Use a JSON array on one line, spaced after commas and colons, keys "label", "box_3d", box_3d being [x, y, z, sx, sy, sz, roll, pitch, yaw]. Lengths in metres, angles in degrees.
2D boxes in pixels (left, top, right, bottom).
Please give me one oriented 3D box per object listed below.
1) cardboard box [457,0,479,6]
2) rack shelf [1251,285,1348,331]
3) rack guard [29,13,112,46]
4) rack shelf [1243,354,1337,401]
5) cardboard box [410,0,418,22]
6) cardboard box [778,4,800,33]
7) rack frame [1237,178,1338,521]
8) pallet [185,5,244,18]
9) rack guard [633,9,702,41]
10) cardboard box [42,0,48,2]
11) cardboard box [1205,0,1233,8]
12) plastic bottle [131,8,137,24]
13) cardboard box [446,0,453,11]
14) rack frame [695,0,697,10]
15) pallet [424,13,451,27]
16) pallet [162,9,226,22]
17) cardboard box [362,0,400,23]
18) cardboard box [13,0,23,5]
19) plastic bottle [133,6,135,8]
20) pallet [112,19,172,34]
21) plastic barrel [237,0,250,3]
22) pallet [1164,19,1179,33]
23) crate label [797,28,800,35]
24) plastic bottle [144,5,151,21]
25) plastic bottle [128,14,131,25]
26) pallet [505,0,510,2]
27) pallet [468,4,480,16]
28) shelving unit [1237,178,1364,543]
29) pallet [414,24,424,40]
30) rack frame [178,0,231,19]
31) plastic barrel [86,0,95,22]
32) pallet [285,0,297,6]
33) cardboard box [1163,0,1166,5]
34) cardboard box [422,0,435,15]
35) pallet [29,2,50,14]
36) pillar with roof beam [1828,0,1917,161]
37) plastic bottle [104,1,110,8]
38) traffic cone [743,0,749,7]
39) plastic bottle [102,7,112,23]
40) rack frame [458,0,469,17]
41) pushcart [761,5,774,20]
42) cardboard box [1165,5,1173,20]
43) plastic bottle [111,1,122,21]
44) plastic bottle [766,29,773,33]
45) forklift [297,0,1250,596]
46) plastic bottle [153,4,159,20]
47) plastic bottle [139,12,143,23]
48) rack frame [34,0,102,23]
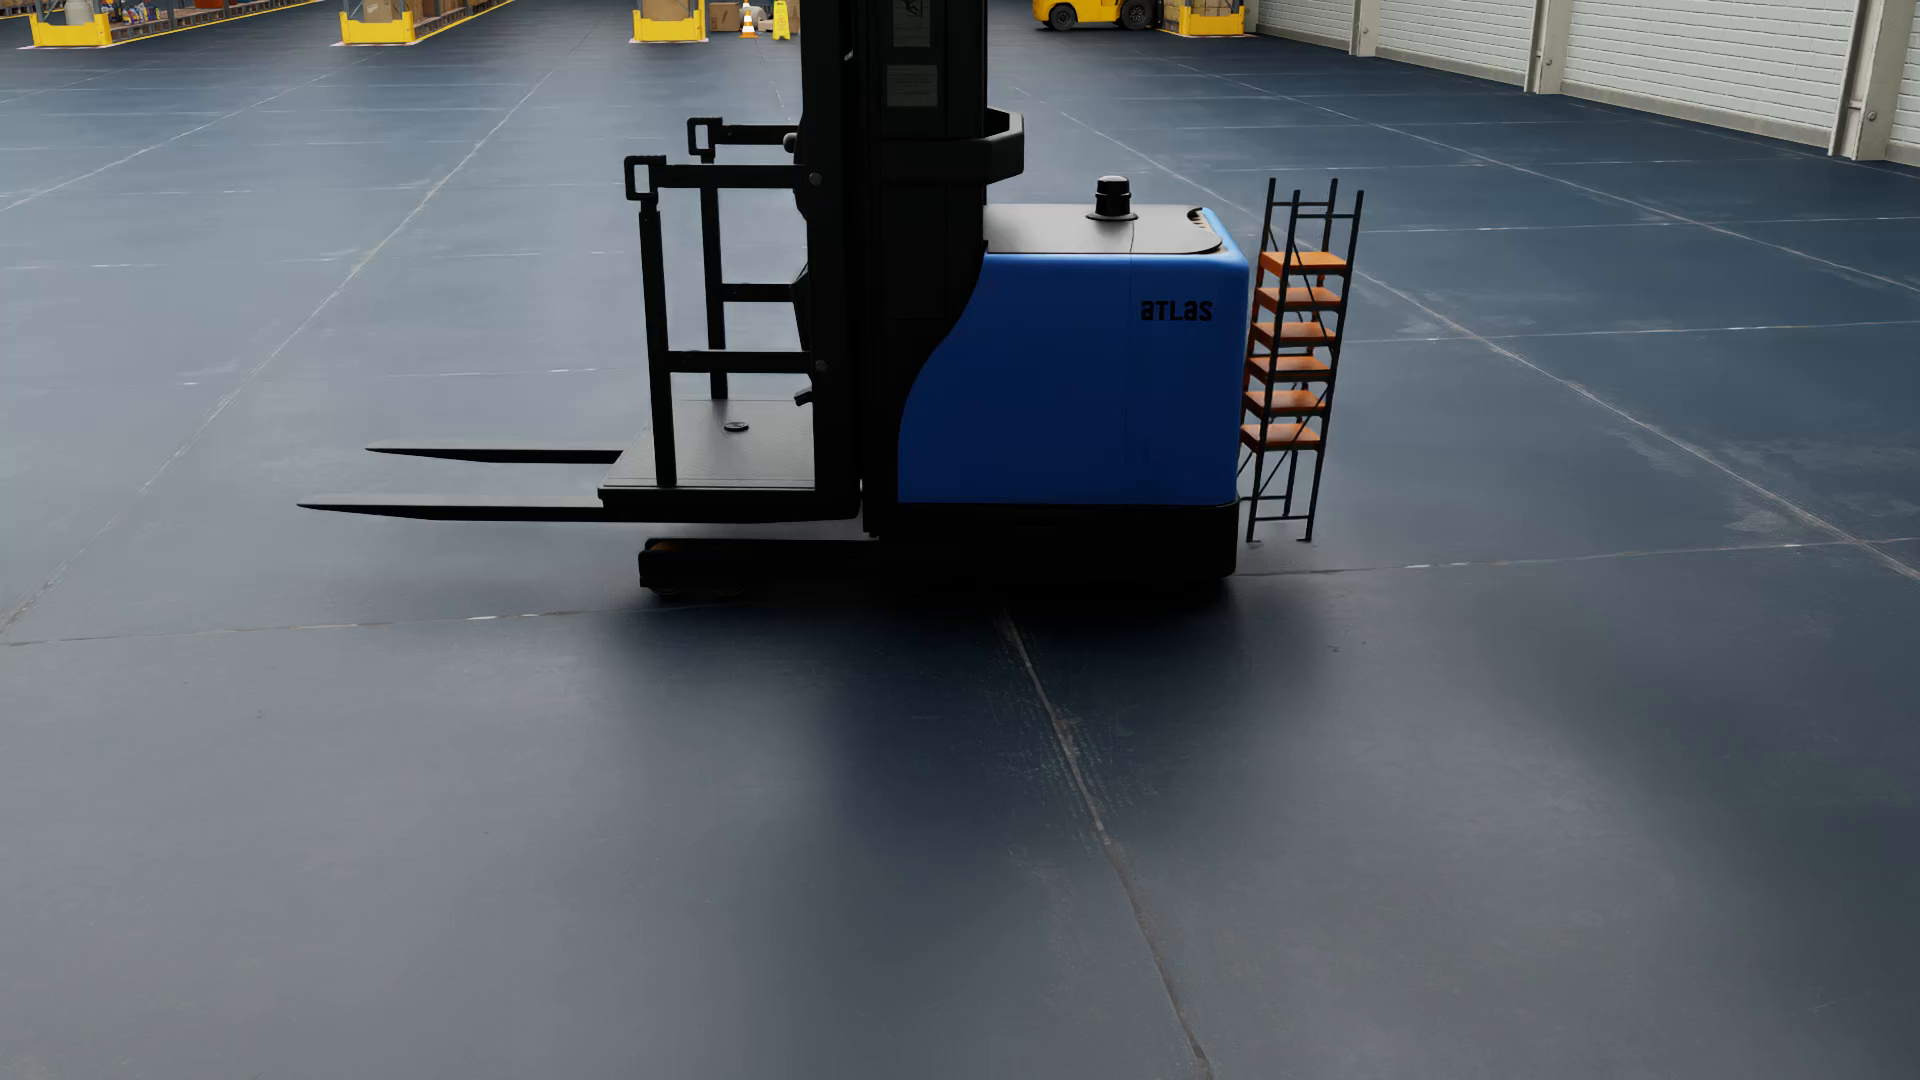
[{"label": "cardboard box", "box_3d": [-11.302, -12.239, 36.636, 1.225, 0.875, 0.875, -4, 21, -10]}, {"label": "rack shelf", "box_3d": [1.113, -0.764, 5.460, 0.258, 0.103, 0.180, -3, 24, -14]}, {"label": "rack guard", "box_3d": [-15.029, -8.631, 28.111, 1.175, 0.500, 0.348, -3, 21, -8]}, {"label": "rack shelf", "box_3d": [1.099, -0.544, 5.554, 0.258, 0.103, 0.180, -3, 24, -14]}, {"label": "cardboard box", "box_3d": [-10.371, -9.889, 30.880, 0.500, 0.500, 0.500, -5, 21, -13]}, {"label": "cardboard box", "box_3d": [-3.022, -9.839, 31.340, 0.637, 0.503, 0.797, 17, 27, 39]}, {"label": "rack frame", "box_3d": [1.079, -0.620, 5.618, 0.240, 1.200, 0.006, -3, 24, -14]}, {"label": "pallet", "box_3d": [-16.279, -11.513, 36.239, 1.003, 0.211, 1.213, -3, 21, -8]}, {"label": "rack guard", "box_3d": [-5.144, -9.064, 29.270, 1.175, 0.500, 0.348, -3, 21, -8]}, {"label": "cardboard box", "box_3d": [-21.248, -12.563, 38.010, 0.500, 0.500, 0.500, -3, 21, -8]}, {"label": "cardboard box", "box_3d": [4.786, -10.096, 31.075, 0.500, 0.250, 0.500, -3, 21, -7]}, {"label": "plastic bottle", "box_3d": [-14.988, -9.503, 30.144, 0.097, 0.271, 0.097, 0, 20, 0]}, {"label": "cardboard box", "box_3d": [-10.926, -11.215, 34.400, 0.700, 0.500, 0.500, -1, 21, -3]}, {"label": "rack frame", "box_3d": [-5.724, -11.628, 32.563, 1.000, 3.000, 0.127, -3, 21, -8]}, {"label": "pallet", "box_3d": [-10.760, -10.376, 33.196, 1.003, 0.211, 1.213, -3, 21, -8]}, {"label": "pallet", "box_3d": [-16.051, -10.972, 34.790, 1.003, 0.211, 1.213, -3, 21, -8]}, {"label": "cardboard box", "box_3d": [-10.143, -9.271, 29.224, 0.500, 0.500, 0.500, 1, 20, 2]}, {"label": "cardboard box", "box_3d": [-21.038, -12.042, 36.615, 0.500, 0.500, 0.500, -4, 21, -10]}, {"label": "plastic bottle", "box_3d": [-15.193, -9.696, 30.643, 0.061, 0.283, 0.133, -3, 21, -8]}, {"label": "pallet", "box_3d": [-15.492, -9.622, 31.178, 1.003, 0.211, 1.213, -3, 21, -8]}, {"label": "plastic barrel", "box_3d": [-16.537, -12.713, 37.865, 0.600, 0.901, 0.708, -3, 21, -8]}, {"label": "pallet", "box_3d": [4.496, -9.736, 31.482, 1.003, 0.211, 1.213, -3, 21, -8]}, {"label": "crate label", "box_3d": [-2.826, -9.366, 30.598, 0.250, 0.136, 0.298, -15, 25, -35]}, {"label": "plastic bottle", "box_3d": [-15.077, -9.768, 30.835, 0.061, 0.283, 0.133, -2, 21, -4]}, {"label": "plastic bottle", "box_3d": [-14.939, -9.353, 29.841, 0.097, 0.201, 0.097, 0, 20, 0]}, {"label": "pallet", "box_3d": [-12.184, -13.989, 42.868, 1.003, 0.211, 1.213, -3, 21, -8]}, {"label": "pallet", "box_3d": [-11.262, -11.769, 36.924, 1.003, 0.211, 1.213, -3, 21, -8]}, {"label": "shelving unit", "box_3d": [1.102, -0.584, 5.537, 0.258, 1.200, 0.189, -3, 24, -14]}, {"label": "pallet", "box_3d": [-10.163, -9.031, 29.595, 1.003, 0.211, 1.213, -3, 21, -8]}, {"label": "rack frame", "box_3d": [-16.124, -12.548, 35.026, 1.000, 3.000, 0.127, -3, 21, -8]}, {"label": "plastic barrel", "box_3d": [-15.214, -9.207, 29.036, 0.421, 0.512, 0.421, 0, 20, 0]}, {"label": "pallet", "box_3d": [-17.024, -13.303, 41.032, 1.003, 0.211, 1.213, -3, 21, -8]}, {"label": "cardboard box", "box_3d": [4.112, -10.427, 31.962, 0.500, 0.250, 0.500, -3, 21, -9]}, {"label": "cardboard box", "box_3d": [-10.714, -10.662, 32.919, 0.700, 0.500, 0.500, -5, 21, -12]}, {"label": "pallet", "box_3d": [-21.448, -12.099, 37.808, 1.003, 0.211, 1.213, -3, 21, -8]}, {"label": "pillar with roof beam", "box_3d": [3.774, -7.427, 12.741, 9.100, 9.000, 0.400, -3, 21, -8]}, {"label": "plastic bottle", "box_3d": [-15.842, -9.828, 30.900, 0.144, 0.351, 0.185, -2, 21, -6]}, {"label": "traffic cone", "box_3d": [-4.423, -10.980, 34.454, 0.336, 0.463, 0.334, -3, 21, -8]}, {"label": "plastic bottle", "box_3d": [-15.610, -9.597, 30.387, 0.152, 0.276, 0.135, -3, 21, -8]}, {"label": "rack frame", "box_3d": [-11.223, -12.798, 35.695, 1.000, 3.000, 0.127, -3, 21, -8]}, {"label": "pushcart", "box_3d": [-3.089, -10.552, 33.430, 1.648, 0.377, 0.936, -11, 23, -26]}, {"label": "cardboard box", "box_3d": [4.205, -10.008, 31.553, 0.500, 0.250, 0.500, -3, 21, -8]}, {"label": "plastic bottle", "box_3d": [-15.699, -9.835, 30.920, 0.144, 0.351, 0.185, -3, 21, -8]}, {"label": "plastic bottle", "box_3d": [-3.569, -9.596, 31.321, 0.133, 0.061, 0.283, -11, 23, -26]}, {"label": "forklift", "box_3d": [-0.628, -1.380, 5.222, 3.031, 2.935, 1.130, 1, 20, 2]}, {"label": "plastic bottle", "box_3d": [-15.152, -9.947, 31.315, 0.061, 0.283, 0.133, -2, 21, -5]}, {"label": "plastic bottle", "box_3d": [-15.032, -9.576, 30.438, 0.097, 0.201, 0.097, 0, 20, 0]}, {"label": "rack frame", "box_3d": [-14.971, -9.778, 27.610, 1.000, 3.000, 0.127, -3, 21, -8]}]
